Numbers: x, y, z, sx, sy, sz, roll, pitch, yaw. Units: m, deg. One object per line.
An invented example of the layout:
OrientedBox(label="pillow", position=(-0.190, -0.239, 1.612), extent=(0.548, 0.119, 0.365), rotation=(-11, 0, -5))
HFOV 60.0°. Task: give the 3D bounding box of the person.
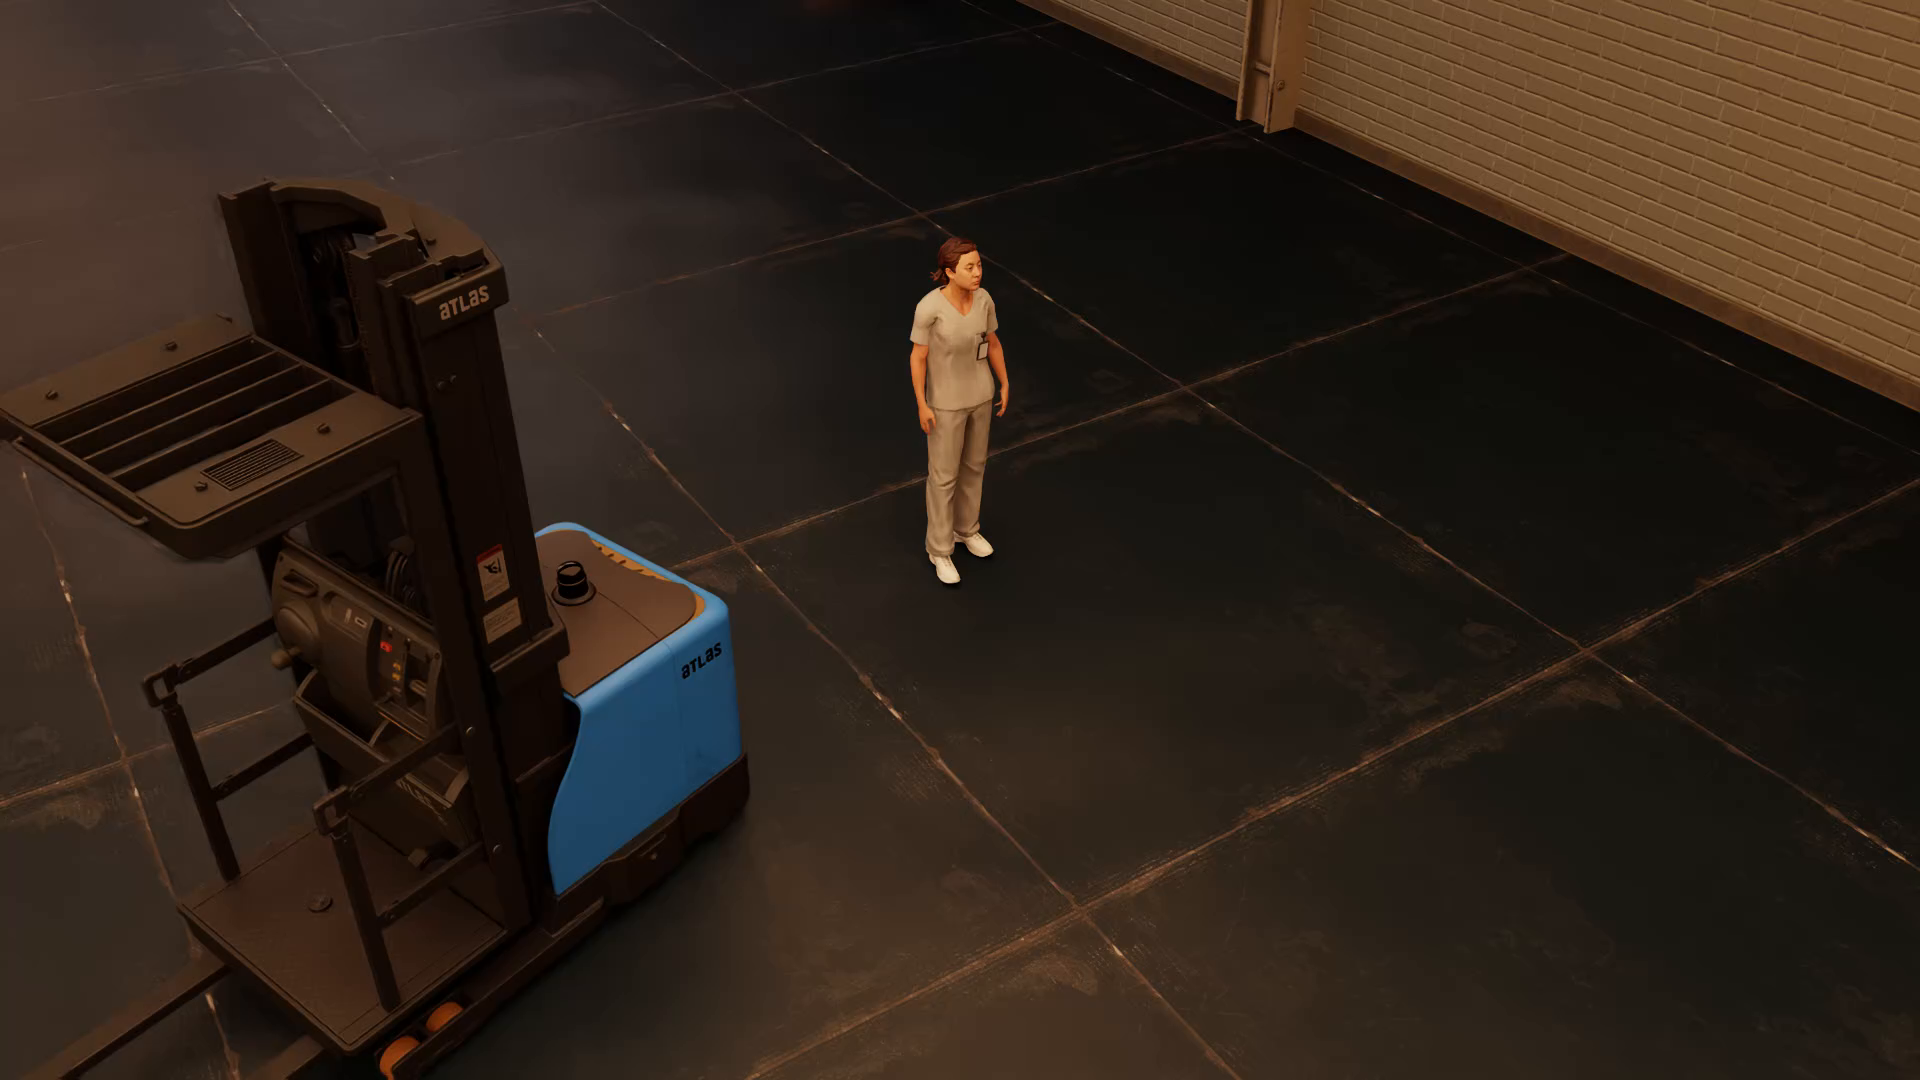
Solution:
OrientedBox(label="person", position=(0.028, -0.652, 8.154), extent=(0.549, 1.675, 0.549), rotation=(-21, 40, -27))

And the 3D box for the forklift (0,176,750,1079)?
OrientedBox(label="forklift", position=(-2.195, 0.416, 5.555), extent=(1.130, 2.935, 3.031), rotation=(24, 42, 30))
